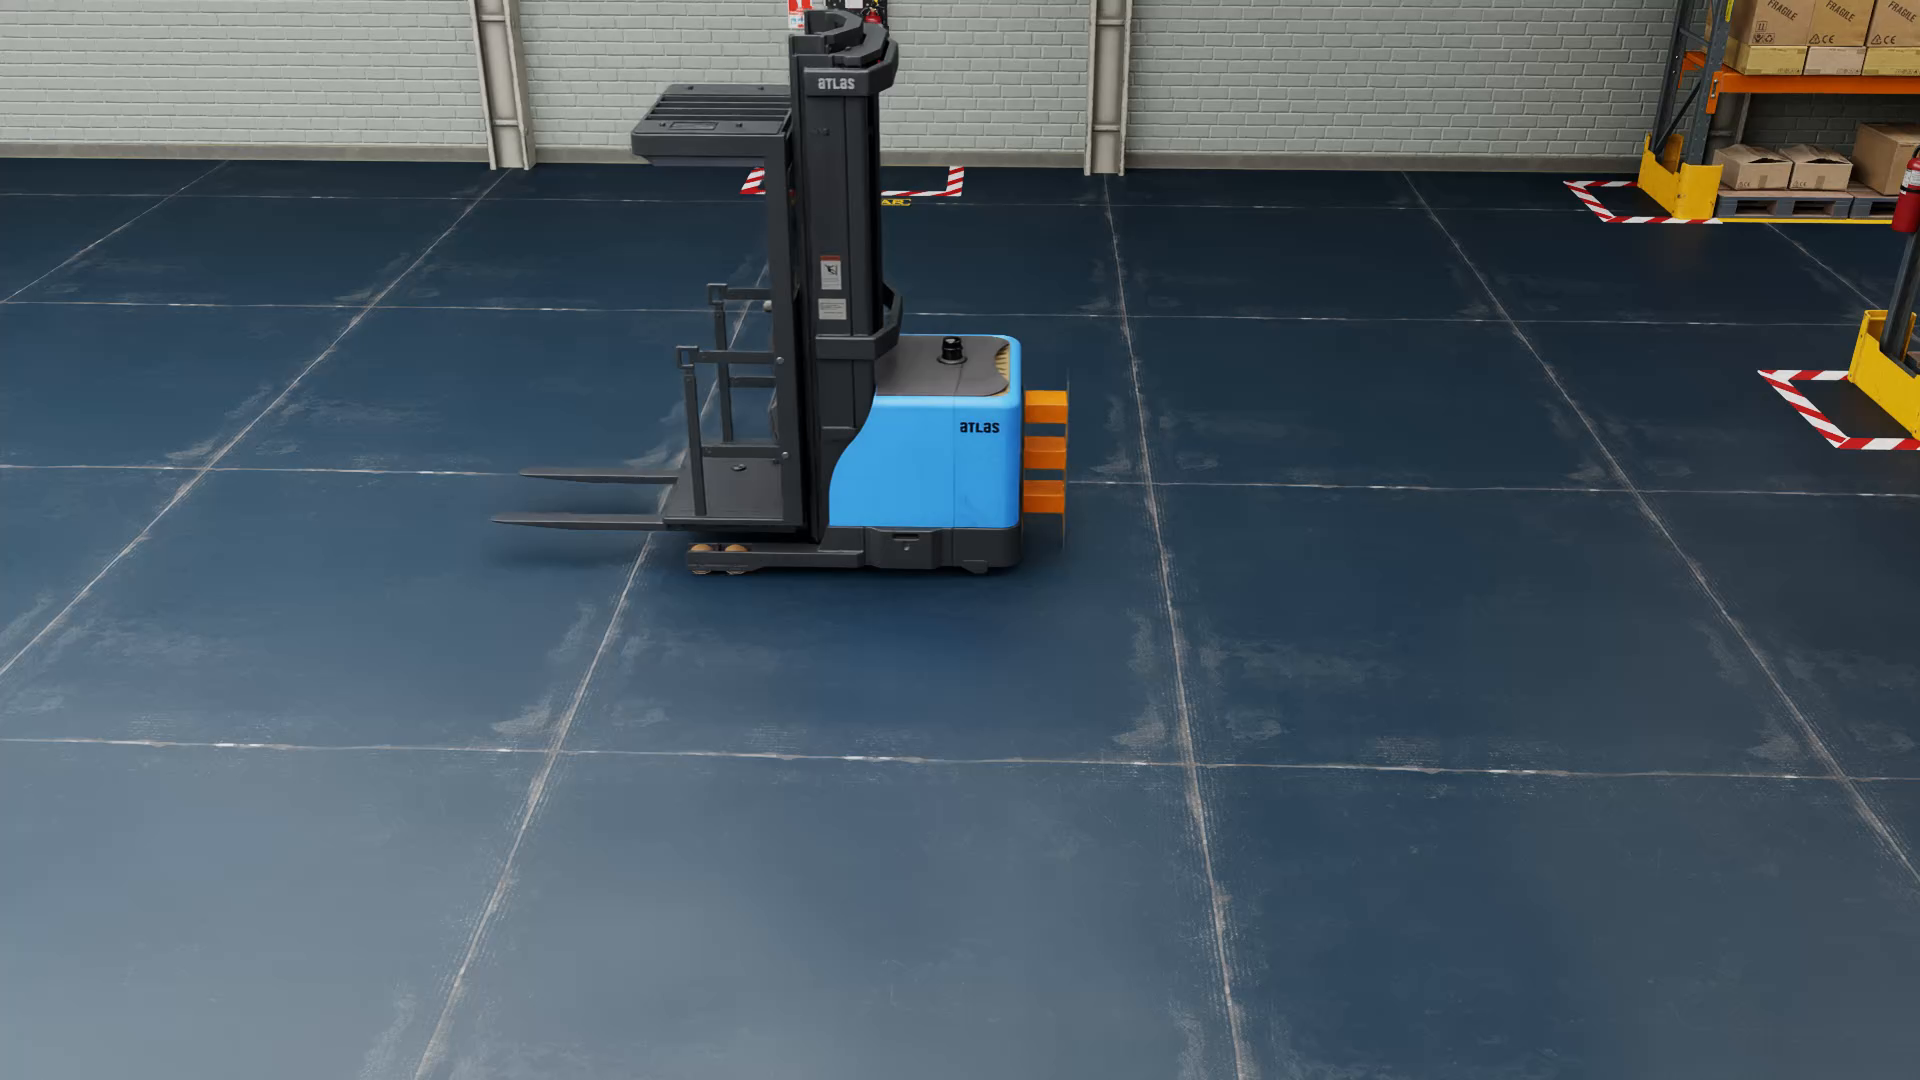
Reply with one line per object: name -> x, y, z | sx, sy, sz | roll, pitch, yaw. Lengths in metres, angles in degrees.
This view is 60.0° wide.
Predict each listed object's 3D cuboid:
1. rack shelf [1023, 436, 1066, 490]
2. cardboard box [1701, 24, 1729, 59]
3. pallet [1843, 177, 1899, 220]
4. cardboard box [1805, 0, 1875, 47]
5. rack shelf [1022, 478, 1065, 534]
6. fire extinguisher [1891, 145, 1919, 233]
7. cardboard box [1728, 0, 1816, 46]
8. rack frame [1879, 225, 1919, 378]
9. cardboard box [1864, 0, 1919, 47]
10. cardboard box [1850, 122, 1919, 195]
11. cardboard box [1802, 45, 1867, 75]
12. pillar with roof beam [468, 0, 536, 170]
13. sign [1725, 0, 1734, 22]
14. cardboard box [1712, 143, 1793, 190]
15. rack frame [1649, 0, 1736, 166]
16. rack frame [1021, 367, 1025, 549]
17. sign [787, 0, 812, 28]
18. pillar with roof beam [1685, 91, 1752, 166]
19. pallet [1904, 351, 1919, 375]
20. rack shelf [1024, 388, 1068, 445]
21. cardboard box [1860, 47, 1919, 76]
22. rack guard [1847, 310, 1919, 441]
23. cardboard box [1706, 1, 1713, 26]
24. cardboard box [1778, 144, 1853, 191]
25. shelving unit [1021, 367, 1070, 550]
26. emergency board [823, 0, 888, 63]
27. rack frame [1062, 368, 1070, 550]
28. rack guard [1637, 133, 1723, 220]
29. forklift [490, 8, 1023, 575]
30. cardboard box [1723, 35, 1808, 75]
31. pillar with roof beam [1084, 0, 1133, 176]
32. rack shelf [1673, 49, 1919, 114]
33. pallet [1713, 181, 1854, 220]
rack shelf -> 0.481, -0.447, 9.495 | 0.240, 0.259, 0.215 | 1, 28, 2
cardboard box -> 7.190, -4.576, 15.319 | 0.500, 0.250, 0.500 | 1, 28, 3
pallet -> 8.819, -3.266, 15.686 | 1.213, 0.211, 1.003 | 1, 28, 2
cardboard box -> 7.676, -4.663, 14.682 | 0.500, 0.500, 0.500 | 1, 28, 2
rack shelf -> 0.481, -0.202, 9.626 | 0.240, 0.259, 0.215 | 1, 28, 2
fire extinguisher -> 6.443, -2.417, 11.190 | 0.183, 0.674, 0.296 | 1, 28, 2
cardboard box -> 7.182, -4.676, 14.706 | 0.500, 0.500, 0.500 | 1, 28, 2
rack frame -> 6.545, -2.232, 10.758 | 0.127, 3.000, 1.000 | 1, 28, 2
cardboard box -> 8.192, -4.652, 14.661 | 0.500, 0.500, 0.500 | 0, 28, 0
cardboard box -> 8.705, -3.542, 15.429 | 0.500, 0.500, 0.700 | -1, 28, -1
cardboard box -> 7.712, -4.335, 14.863 | 0.500, 0.250, 0.500 | 0, 28, 0
pillar with roof beam -> -4.698, -5.778, 11.042 | 0.400, 9.000, 9.100 | 1, 28, 2
sign -> 6.697, -4.679, 14.450 | 0.005, 0.325, 0.100 | 1, 28, 2
cardboard box -> 7.404, -3.504, 15.558 | 0.500, 0.311, 0.500 | -2, 28, -4
rack frame -> 6.716, -4.551, 15.132 | 0.127, 3.000, 1.000 | 1, 28, 2
rack frame -> 0.360, -0.458, 9.494 | 0.008, 1.050, 0.200 | 1, 28, 2
sign -> -1.567, -5.175, 16.272 | 0.234, 0.329, 0.001 | 1, 28, 2
pillar with roof beam -> 7.294, -5.580, 10.668 | 0.400, 9.000, 9.100 | 1, 28, 2
pallet -> 7.311, -1.007, 11.424 | 1.213, 0.211, 1.003 | 1, 28, 2
rack shelf -> 0.481, -0.698, 9.363 | 0.240, 0.259, 0.215 | 1, 28, 2
cardboard box -> 8.221, -4.323, 14.842 | 0.500, 0.250, 0.500 | 1, 28, 1
rack guard -> 6.521, -1.128, 11.344 | 0.348, 0.500, 1.175 | 1, 28, 2
cardboard box -> 7.195, -4.916, 15.160 | 0.500, 0.500, 0.500 | 1, 28, 1
cardboard box -> 7.974, -3.494, 15.540 | 0.500, 0.311, 0.500 | 3, 28, 6
shelving unit -> 0.481, -0.457, 9.490 | 0.252, 1.050, 0.215 | 1, 28, 2
emergency board -> -1.018, -5.102, 16.172 | 0.643, 1.169, 0.194 | 1, 28, 2
rack frame -> 0.603, -0.455, 9.487 | 0.008, 1.050, 0.200 | 1, 28, 2
rack guard -> 6.792, -3.445, 15.715 | 0.348, 0.500, 1.175 | 1, 28, 2
forklift -> -1.160, -1.345, 9.158 | 3.031, 2.935, 1.130 | 1, 28, 2
cardboard box -> 7.192, -4.337, 14.867 | 0.500, 0.250, 0.500 | 0, 28, 0
pillar with roof beam -> 1.298, -5.679, 10.855 | 0.400, 9.000, 9.100 | 1, 28, 2
rack shelf -> 8.715, -4.200, 15.238 | 4.000, 0.370, 1.077 | 1, 28, 2
pallet -> 7.603, -3.287, 15.726 | 1.213, 0.211, 1.003 | 1, 28, 2
